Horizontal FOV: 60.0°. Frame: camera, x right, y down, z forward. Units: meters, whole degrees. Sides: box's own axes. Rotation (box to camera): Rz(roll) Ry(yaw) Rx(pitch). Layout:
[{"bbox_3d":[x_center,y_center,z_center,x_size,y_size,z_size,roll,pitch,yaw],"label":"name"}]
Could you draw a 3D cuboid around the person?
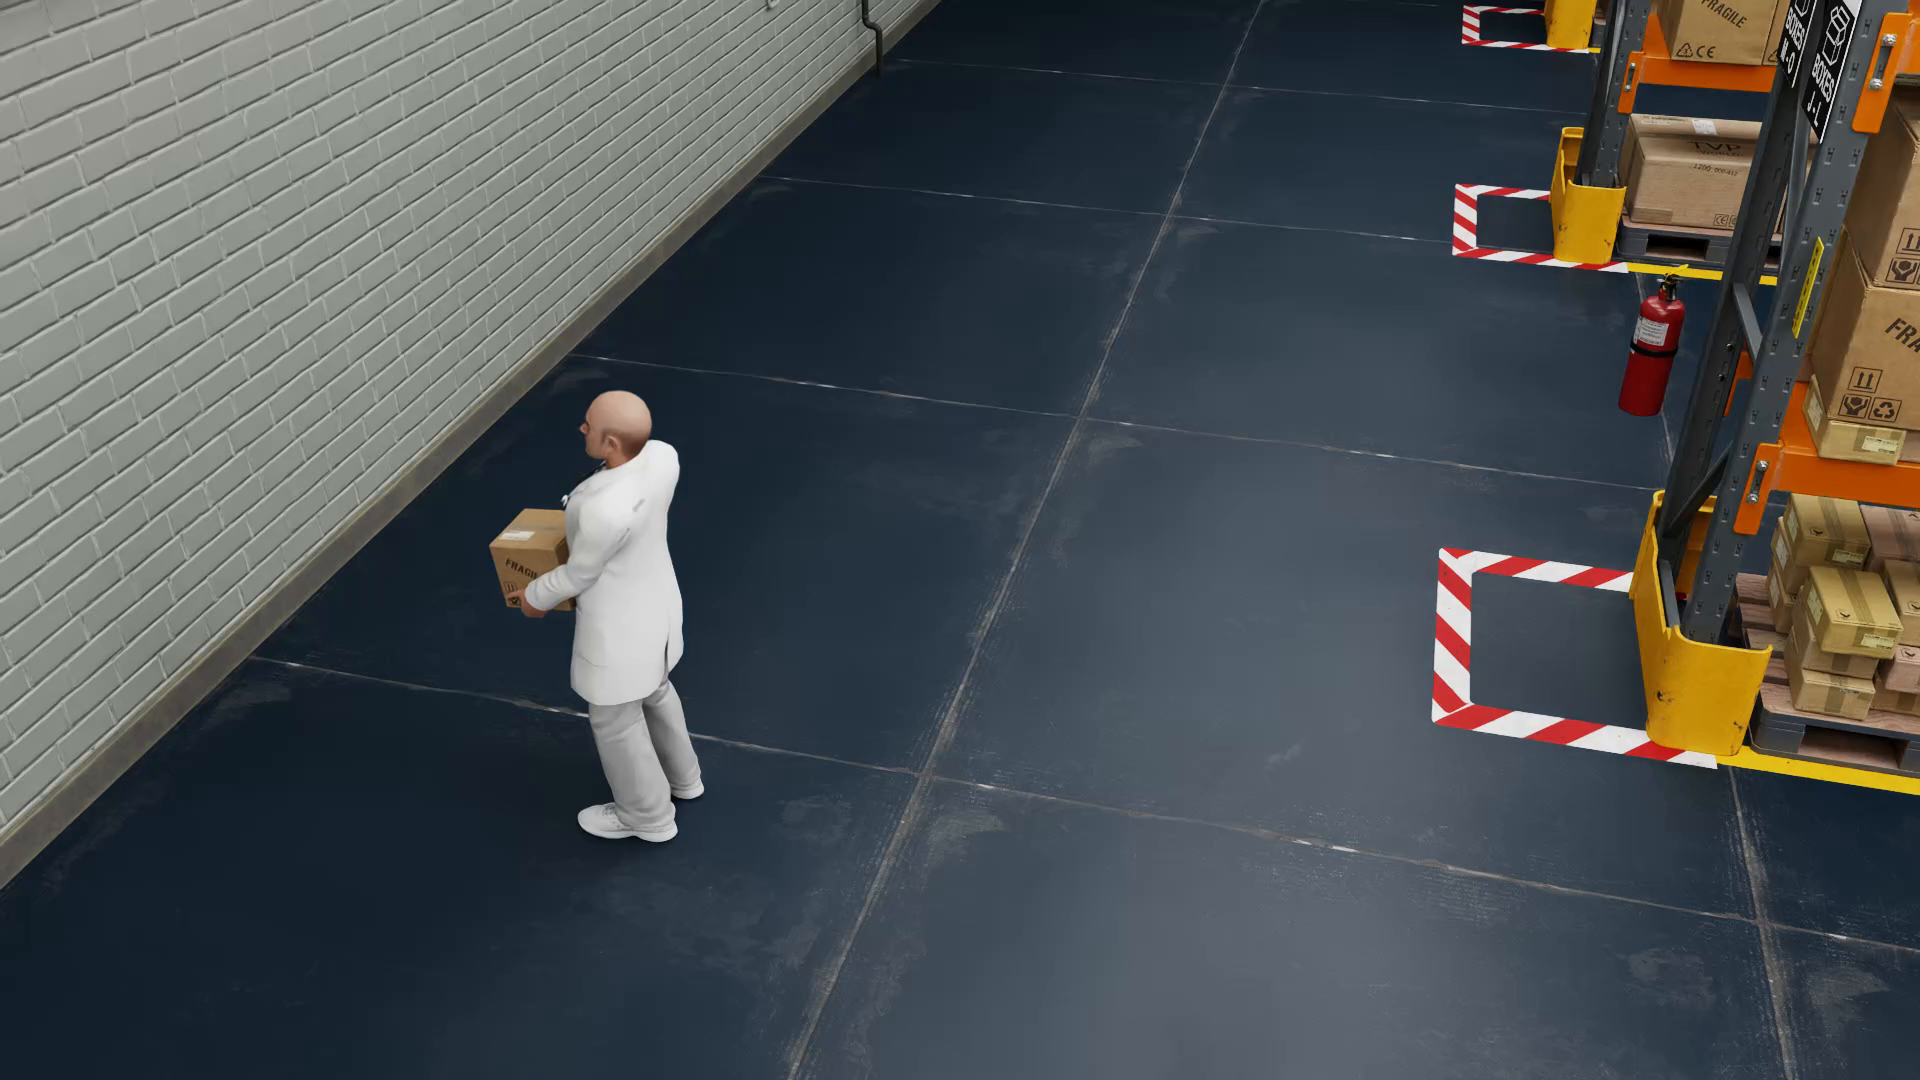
[{"bbox_3d":[-1.245,0.252,5.761,0.563,1.770,0.529,9,33,13],"label":"person"}]
